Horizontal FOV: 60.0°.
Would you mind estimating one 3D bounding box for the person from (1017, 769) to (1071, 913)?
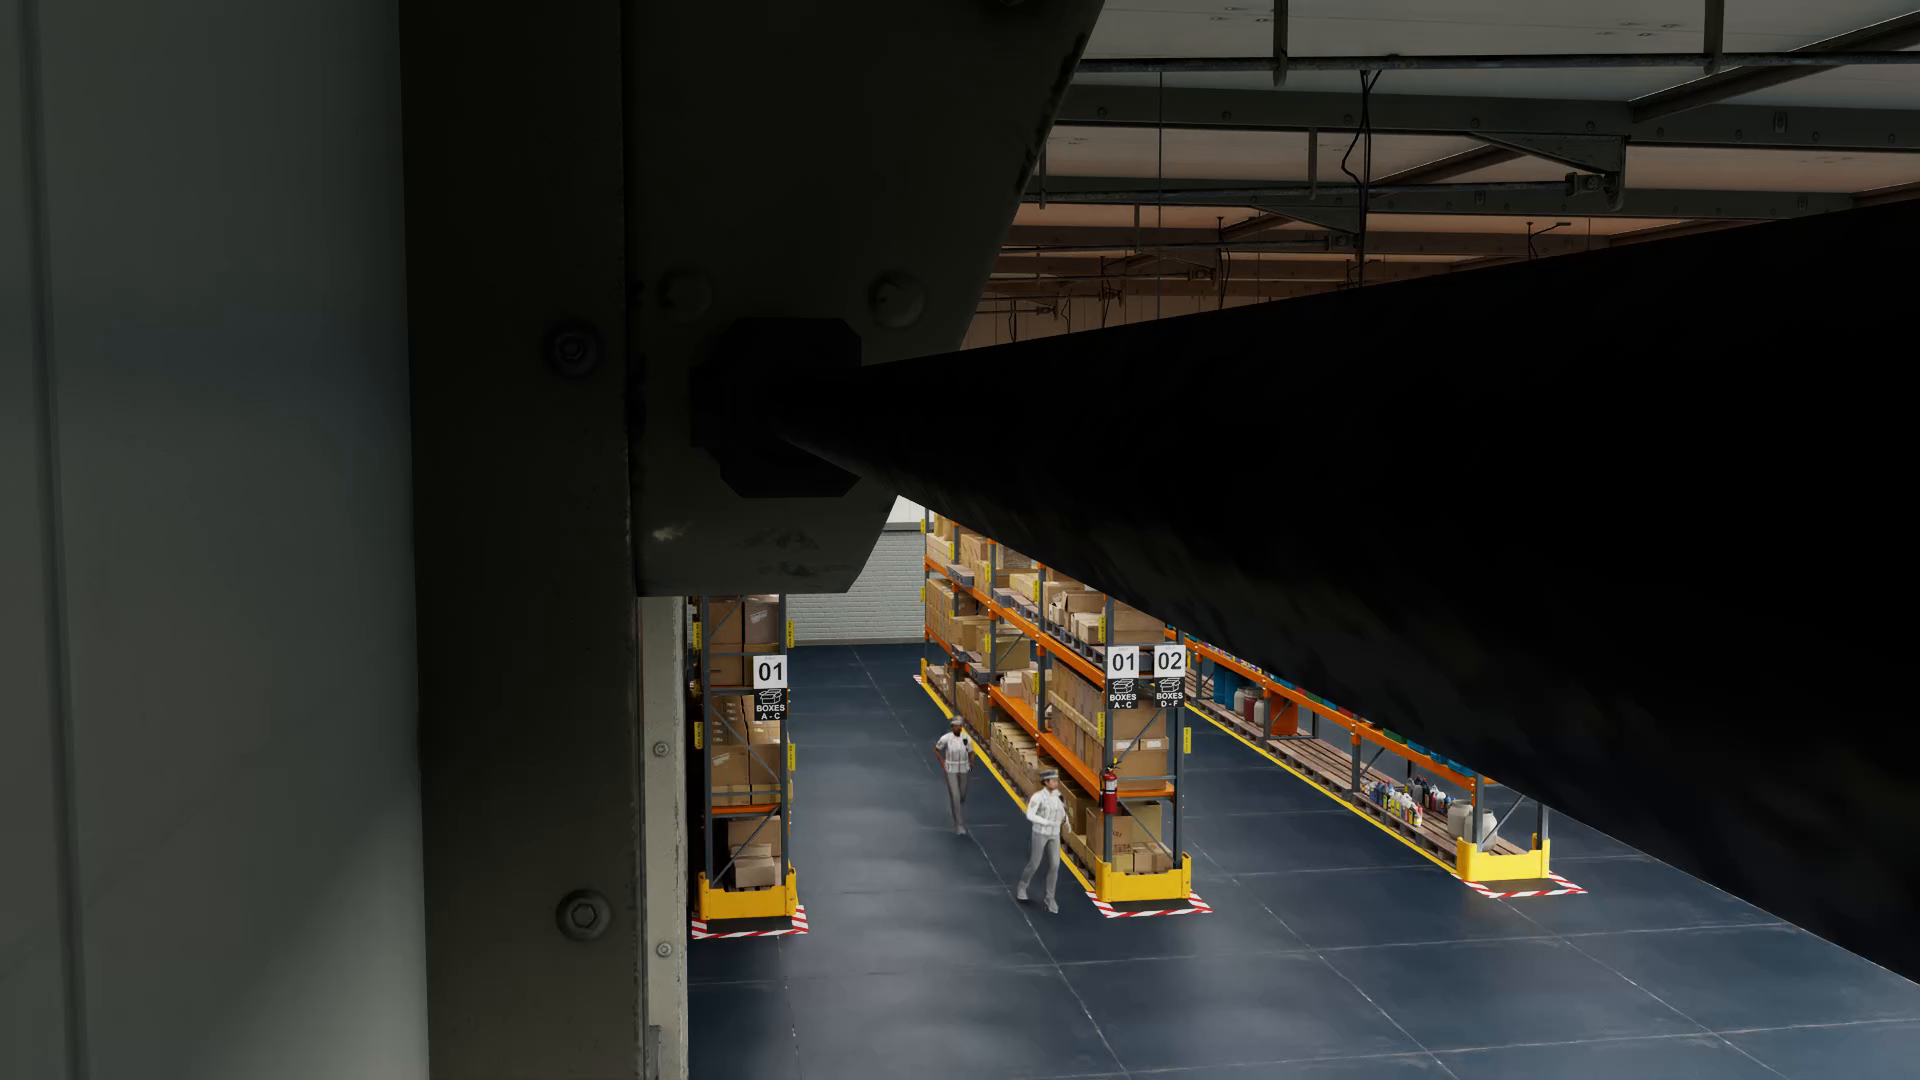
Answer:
[{"bbox_3d":[1.112,3.675,20.606,0.668,1.699,0.774,-3,6,-31],"label":"person"}]

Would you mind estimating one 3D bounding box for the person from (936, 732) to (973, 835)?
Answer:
[{"bbox_3d":[-0.062,3.500,24.216,0.542,1.451,0.842,-1,5,-16],"label":"person"}]
